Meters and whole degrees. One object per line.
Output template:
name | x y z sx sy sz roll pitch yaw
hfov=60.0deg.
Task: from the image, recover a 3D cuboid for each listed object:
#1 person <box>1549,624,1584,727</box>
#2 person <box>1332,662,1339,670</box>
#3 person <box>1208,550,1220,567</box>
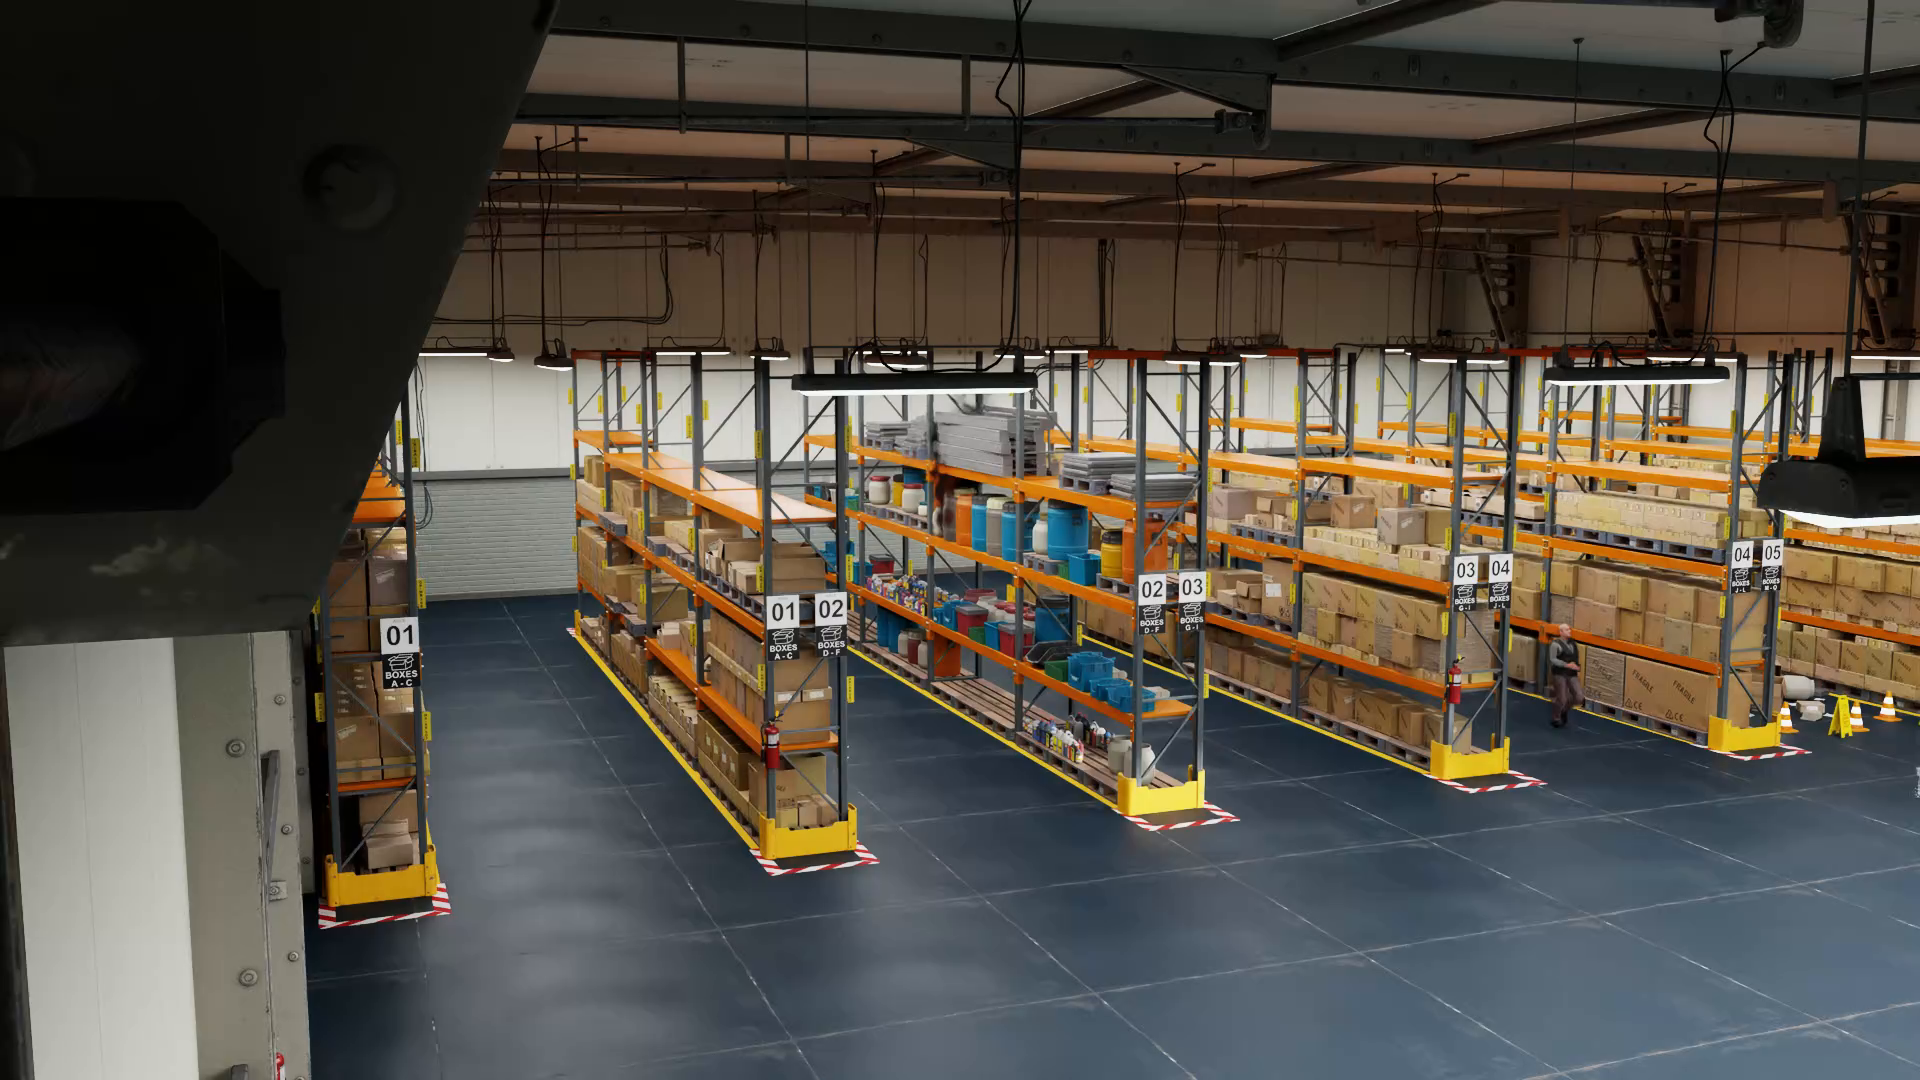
person | 9.733 2.184 26.647 0.645 1.681 0.592 -3 8 -23
person | 7.236 1.607 31.334 0.658 1.681 0.562 -3 8 -25
person | 6.301 0.370 41.689 0.615 1.564 0.800 -1 7 -7
